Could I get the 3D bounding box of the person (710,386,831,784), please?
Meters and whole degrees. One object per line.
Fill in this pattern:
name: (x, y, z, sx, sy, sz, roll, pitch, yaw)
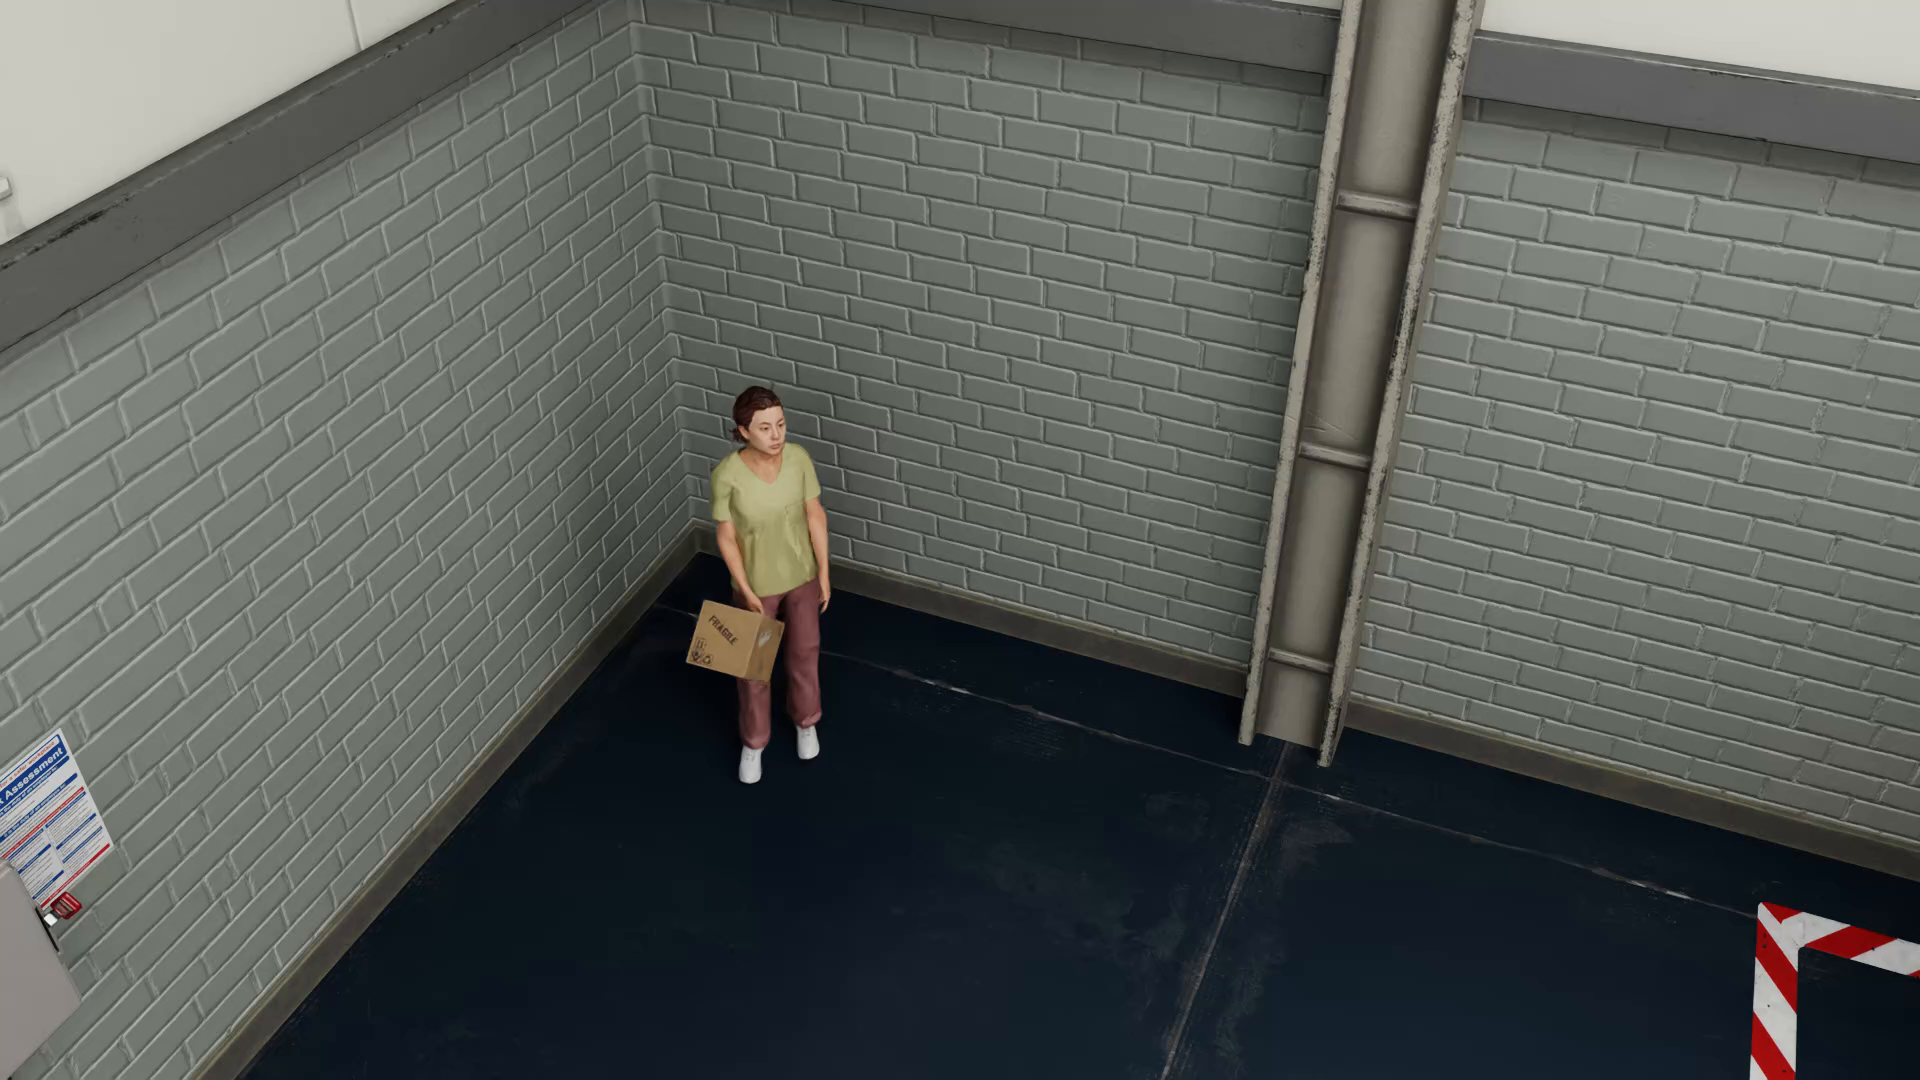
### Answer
person: (-0.755, 0.175, 6.576, 0.530, 1.682, 0.466, -18, 41, -22)
